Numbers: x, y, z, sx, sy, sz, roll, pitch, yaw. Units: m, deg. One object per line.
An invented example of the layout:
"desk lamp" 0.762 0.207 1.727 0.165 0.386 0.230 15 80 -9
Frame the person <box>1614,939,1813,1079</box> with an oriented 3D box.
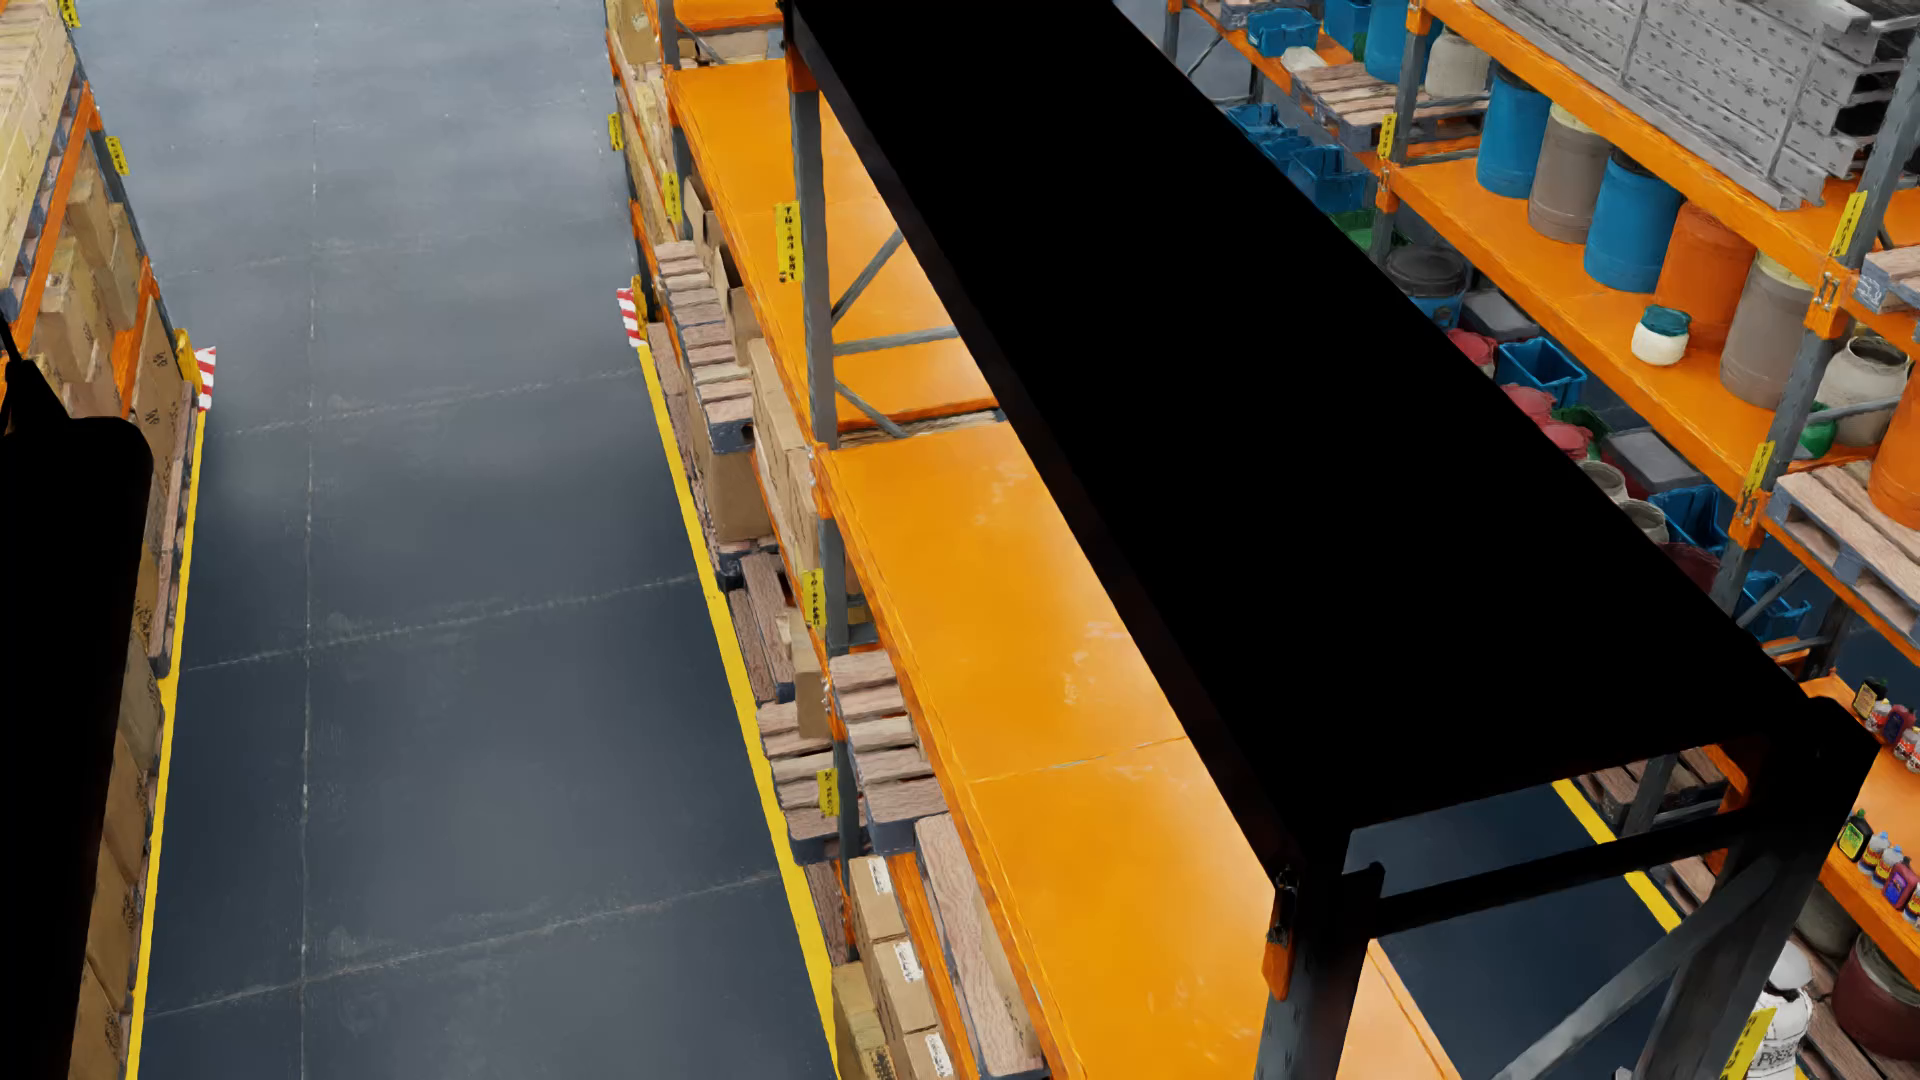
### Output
"person" 3.896 2.603 8.231 0.455 1.587 1.088 -12 40 -14
